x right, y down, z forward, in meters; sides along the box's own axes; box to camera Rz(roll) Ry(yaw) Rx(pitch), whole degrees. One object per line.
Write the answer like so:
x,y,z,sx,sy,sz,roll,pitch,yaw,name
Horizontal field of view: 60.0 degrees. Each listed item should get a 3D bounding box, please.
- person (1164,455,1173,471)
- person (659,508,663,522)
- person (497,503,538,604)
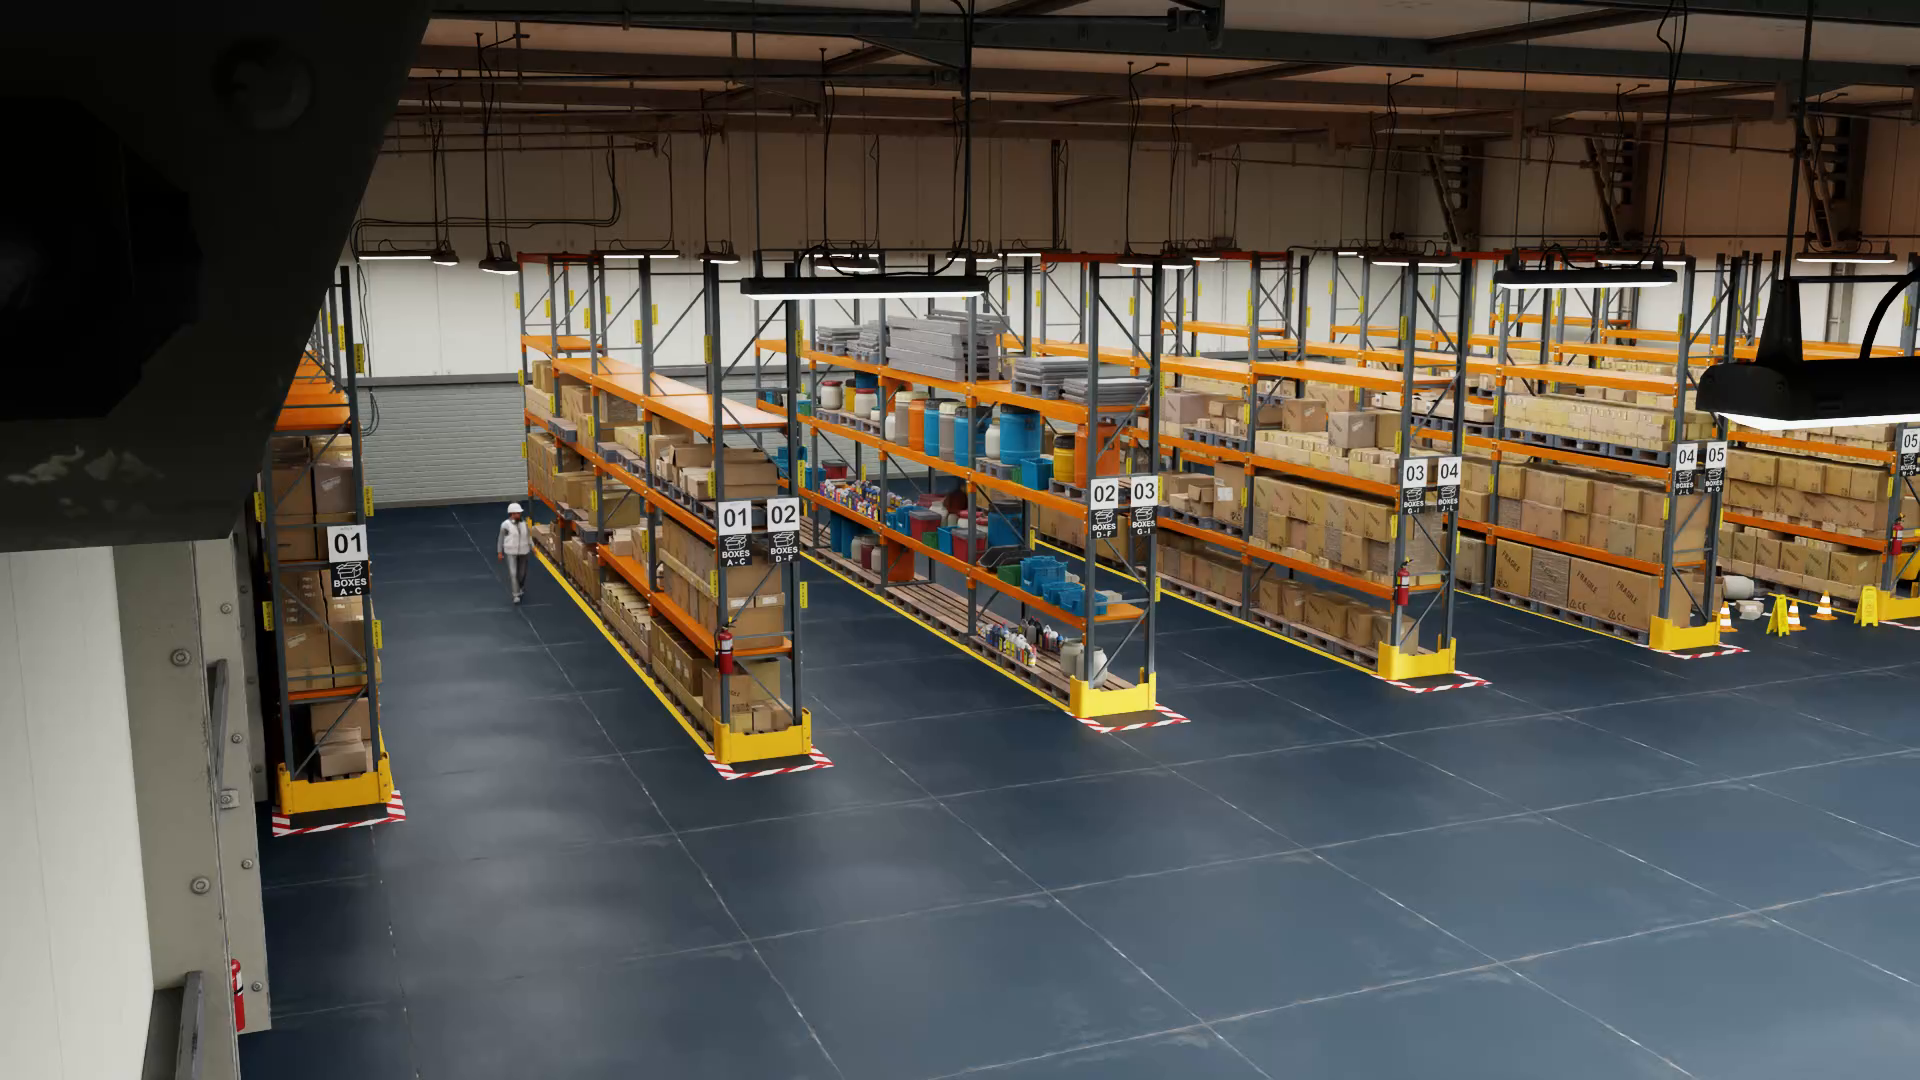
5.453,-2.193,42.567,0.432,1.579,0.547,9,14,40,person
-6.720,-1.290,37.092,0.497,1.753,0.555,-4,11,-21,person
-7.735,0.210,29.047,0.666,1.726,1.045,-5,11,-23,person
